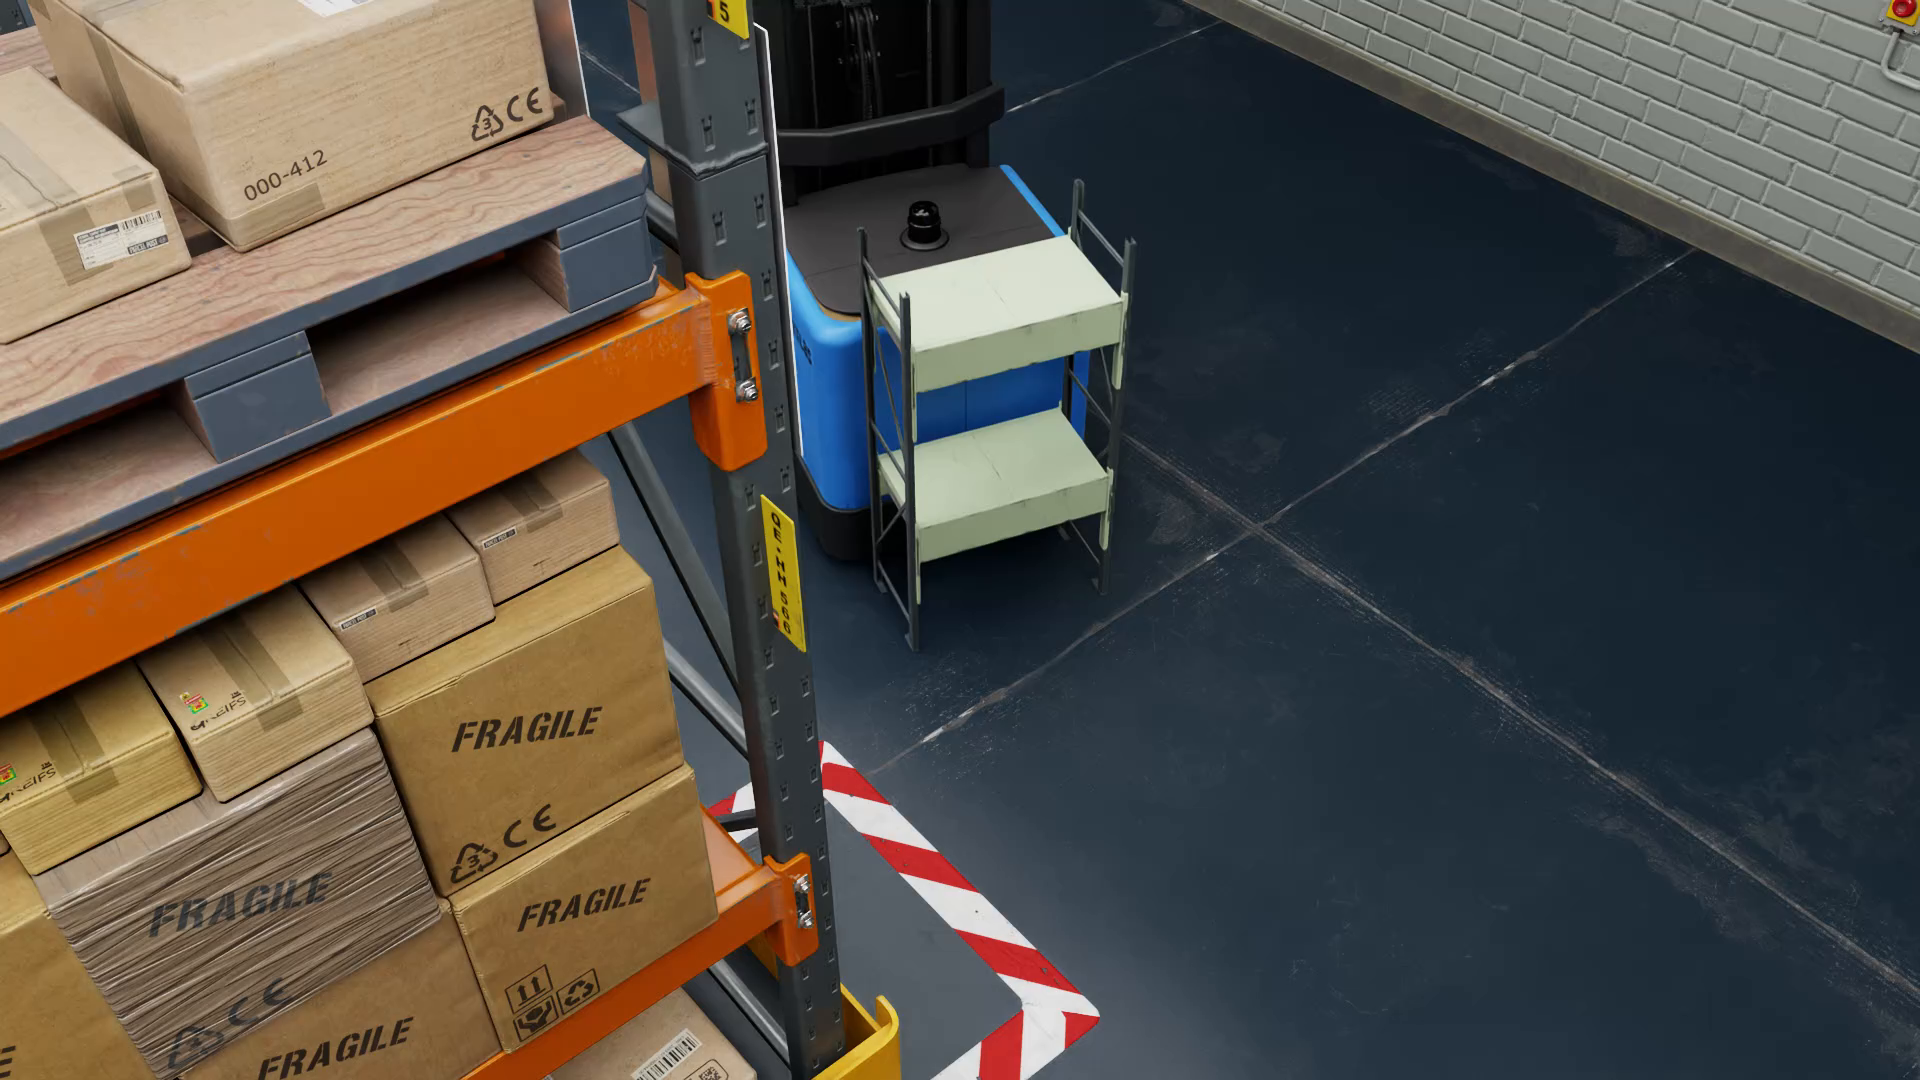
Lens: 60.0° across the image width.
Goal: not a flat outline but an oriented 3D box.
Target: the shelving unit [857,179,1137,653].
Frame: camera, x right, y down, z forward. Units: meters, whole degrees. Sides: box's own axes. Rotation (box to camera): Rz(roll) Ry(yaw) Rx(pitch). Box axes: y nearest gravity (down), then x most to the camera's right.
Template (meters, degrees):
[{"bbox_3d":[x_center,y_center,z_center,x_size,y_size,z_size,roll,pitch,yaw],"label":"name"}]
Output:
[{"bbox_3d":[0.109,-0.375,5.554,0.755,1.500,0.431,-16,45,-16],"label":"shelving unit"}]

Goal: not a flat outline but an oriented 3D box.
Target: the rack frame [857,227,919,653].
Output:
[{"bbox_3d":[-0.230,-0.280,5.452,0.023,1.500,0.400,-16,45,-16],"label":"rack frame"}]

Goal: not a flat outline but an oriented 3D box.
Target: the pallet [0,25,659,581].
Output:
[{"bbox_3d":[-1.216,-0.449,2.411,1.213,0.211,1.003,-30,51,-28],"label":"pallet"}]

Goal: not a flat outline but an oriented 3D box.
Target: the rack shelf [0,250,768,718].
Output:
[{"bbox_3d":[-2.188,0.328,2.044,4.000,0.370,1.077,-30,51,-28],"label":"rack shelf"}]

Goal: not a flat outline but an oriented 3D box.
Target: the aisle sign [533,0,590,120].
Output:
[{"bbox_3d":[-0.785,-0.851,3.066,0.004,0.787,0.394,-30,51,-28],"label":"aisle sign"}]

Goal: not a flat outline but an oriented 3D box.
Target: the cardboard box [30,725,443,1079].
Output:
[{"bbox_3d":[-1.253,0.461,2.764,0.500,0.500,0.500,-30,51,-28],"label":"cardboard box"}]

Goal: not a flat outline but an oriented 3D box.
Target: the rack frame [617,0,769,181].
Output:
[{"bbox_3d":[-0.654,-1.906,1.707,0.127,3.000,1.000,-30,51,-28],"label":"rack frame"}]

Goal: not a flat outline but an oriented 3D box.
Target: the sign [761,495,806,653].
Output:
[{"bbox_3d":[-0.317,0.063,2.973,0.005,0.325,0.100,-30,51,-28],"label":"sign"}]

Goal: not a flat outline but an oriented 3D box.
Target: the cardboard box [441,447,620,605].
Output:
[{"bbox_3d":[-0.801,-0.094,2.882,0.250,0.149,0.380,-29,50,-27],"label":"cardboard box"}]

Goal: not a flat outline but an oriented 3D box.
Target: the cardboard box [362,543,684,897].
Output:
[{"bbox_3d":[-0.871,0.216,3.025,0.500,0.500,0.500,-28,50,-27],"label":"cardboard box"}]

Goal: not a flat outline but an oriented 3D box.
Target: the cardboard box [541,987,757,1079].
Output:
[{"bbox_3d":[-1.096,1.404,4.129,0.875,0.438,0.875,-32,52,-29],"label":"cardboard box"}]

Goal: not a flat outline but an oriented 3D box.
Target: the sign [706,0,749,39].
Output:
[{"bbox_3d":[-0.317,-0.816,2.148,0.005,0.325,0.100,-30,51,-28],"label":"sign"}]

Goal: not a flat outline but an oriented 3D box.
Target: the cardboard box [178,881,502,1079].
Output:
[{"bbox_3d":[-1.249,0.807,3.126,0.500,0.500,0.500,-31,51,-29],"label":"cardboard box"}]

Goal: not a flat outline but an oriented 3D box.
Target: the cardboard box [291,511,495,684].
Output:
[{"bbox_3d":[-0.980,0.030,2.750,0.250,0.149,0.380,-29,50,-27],"label":"cardboard box"}]

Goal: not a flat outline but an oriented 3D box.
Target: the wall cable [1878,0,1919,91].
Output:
[{"bbox_3d":[3.656,-2.590,6.052,0.123,1.953,0.585,-30,51,-28],"label":"wall cable"}]

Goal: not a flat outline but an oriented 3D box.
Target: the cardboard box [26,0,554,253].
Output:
[{"bbox_3d":[-0.942,-0.703,2.346,0.500,0.250,0.500,34,53,31],"label":"cardboard box"}]

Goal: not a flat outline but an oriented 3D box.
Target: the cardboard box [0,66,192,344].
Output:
[{"bbox_3d":[-1.212,-0.440,2.140,0.250,0.149,0.380,-34,53,-31],"label":"cardboard box"}]

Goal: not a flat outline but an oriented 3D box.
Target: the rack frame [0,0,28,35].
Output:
[{"bbox_3d":[-3.908,-2.275,6.481,0.127,3.000,1.000,-30,51,-28],"label":"rack frame"}]

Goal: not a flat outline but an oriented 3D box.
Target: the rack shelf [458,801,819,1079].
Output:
[{"bbox_3d":[-2.188,1.421,3.071,4.000,0.370,1.077,-30,51,-28],"label":"rack shelf"}]

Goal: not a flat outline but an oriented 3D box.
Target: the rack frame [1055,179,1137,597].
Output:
[{"bbox_3d":[0.447,-0.471,5.656,0.023,1.500,0.400,-16,45,-16],"label":"rack frame"}]

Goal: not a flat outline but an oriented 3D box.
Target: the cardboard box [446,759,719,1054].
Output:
[{"bbox_3d":[-0.854,0.595,3.353,0.500,0.500,0.500,-30,51,-28],"label":"cardboard box"}]

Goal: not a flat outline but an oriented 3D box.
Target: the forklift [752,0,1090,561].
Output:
[{"bbox_3d":[-0.538,-2.013,6.253,1.130,2.935,3.031,-15,45,-16],"label":"forklift"}]

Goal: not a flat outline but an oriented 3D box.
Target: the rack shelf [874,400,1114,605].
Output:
[{"bbox_3d":[0.109,-0.138,5.777,0.720,0.370,0.431,-16,45,-16],"label":"rack shelf"}]

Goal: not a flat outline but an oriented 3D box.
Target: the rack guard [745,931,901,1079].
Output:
[{"bbox_3d":[-0.636,1.181,4.627,0.348,0.500,1.175,-30,51,-28],"label":"rack guard"}]

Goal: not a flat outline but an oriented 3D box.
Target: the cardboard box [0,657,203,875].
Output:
[{"bbox_3d":[-1.344,0.277,2.487,0.250,0.149,0.380,-29,50,-27],"label":"cardboard box"}]

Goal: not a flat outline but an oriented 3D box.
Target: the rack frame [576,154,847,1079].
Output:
[{"bbox_3d":[-0.654,0.280,3.760,0.127,3.000,1.000,-30,51,-28],"label":"rack frame"}]

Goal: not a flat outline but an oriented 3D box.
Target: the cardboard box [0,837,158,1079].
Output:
[{"bbox_3d":[-1.635,0.677,2.535,0.500,0.500,0.500,-30,51,-28],"label":"cardboard box"}]

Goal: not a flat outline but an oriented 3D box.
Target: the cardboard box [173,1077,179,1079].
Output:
[{"bbox_3d":[-1.637,1.038,2.880,0.500,0.500,0.500,-28,50,-27],"label":"cardboard box"}]

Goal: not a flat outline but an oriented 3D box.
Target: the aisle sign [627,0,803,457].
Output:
[{"bbox_3d":[-0.400,-0.536,2.731,0.004,0.787,0.394,-30,51,-28],"label":"aisle sign"}]

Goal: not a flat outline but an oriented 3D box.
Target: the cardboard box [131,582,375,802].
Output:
[{"bbox_3d":[-1.124,0.188,2.582,0.250,0.149,0.380,-30,51,-28],"label":"cardboard box"}]

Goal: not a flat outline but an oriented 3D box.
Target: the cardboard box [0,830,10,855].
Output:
[{"bbox_3d":[-1.590,0.354,2.405,0.250,0.149,0.380,-30,51,-28],"label":"cardboard box"}]

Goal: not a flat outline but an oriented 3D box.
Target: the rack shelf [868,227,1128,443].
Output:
[{"bbox_3d":[0.109,-0.660,5.287,0.720,0.370,0.431,-16,45,-16],"label":"rack shelf"}]
